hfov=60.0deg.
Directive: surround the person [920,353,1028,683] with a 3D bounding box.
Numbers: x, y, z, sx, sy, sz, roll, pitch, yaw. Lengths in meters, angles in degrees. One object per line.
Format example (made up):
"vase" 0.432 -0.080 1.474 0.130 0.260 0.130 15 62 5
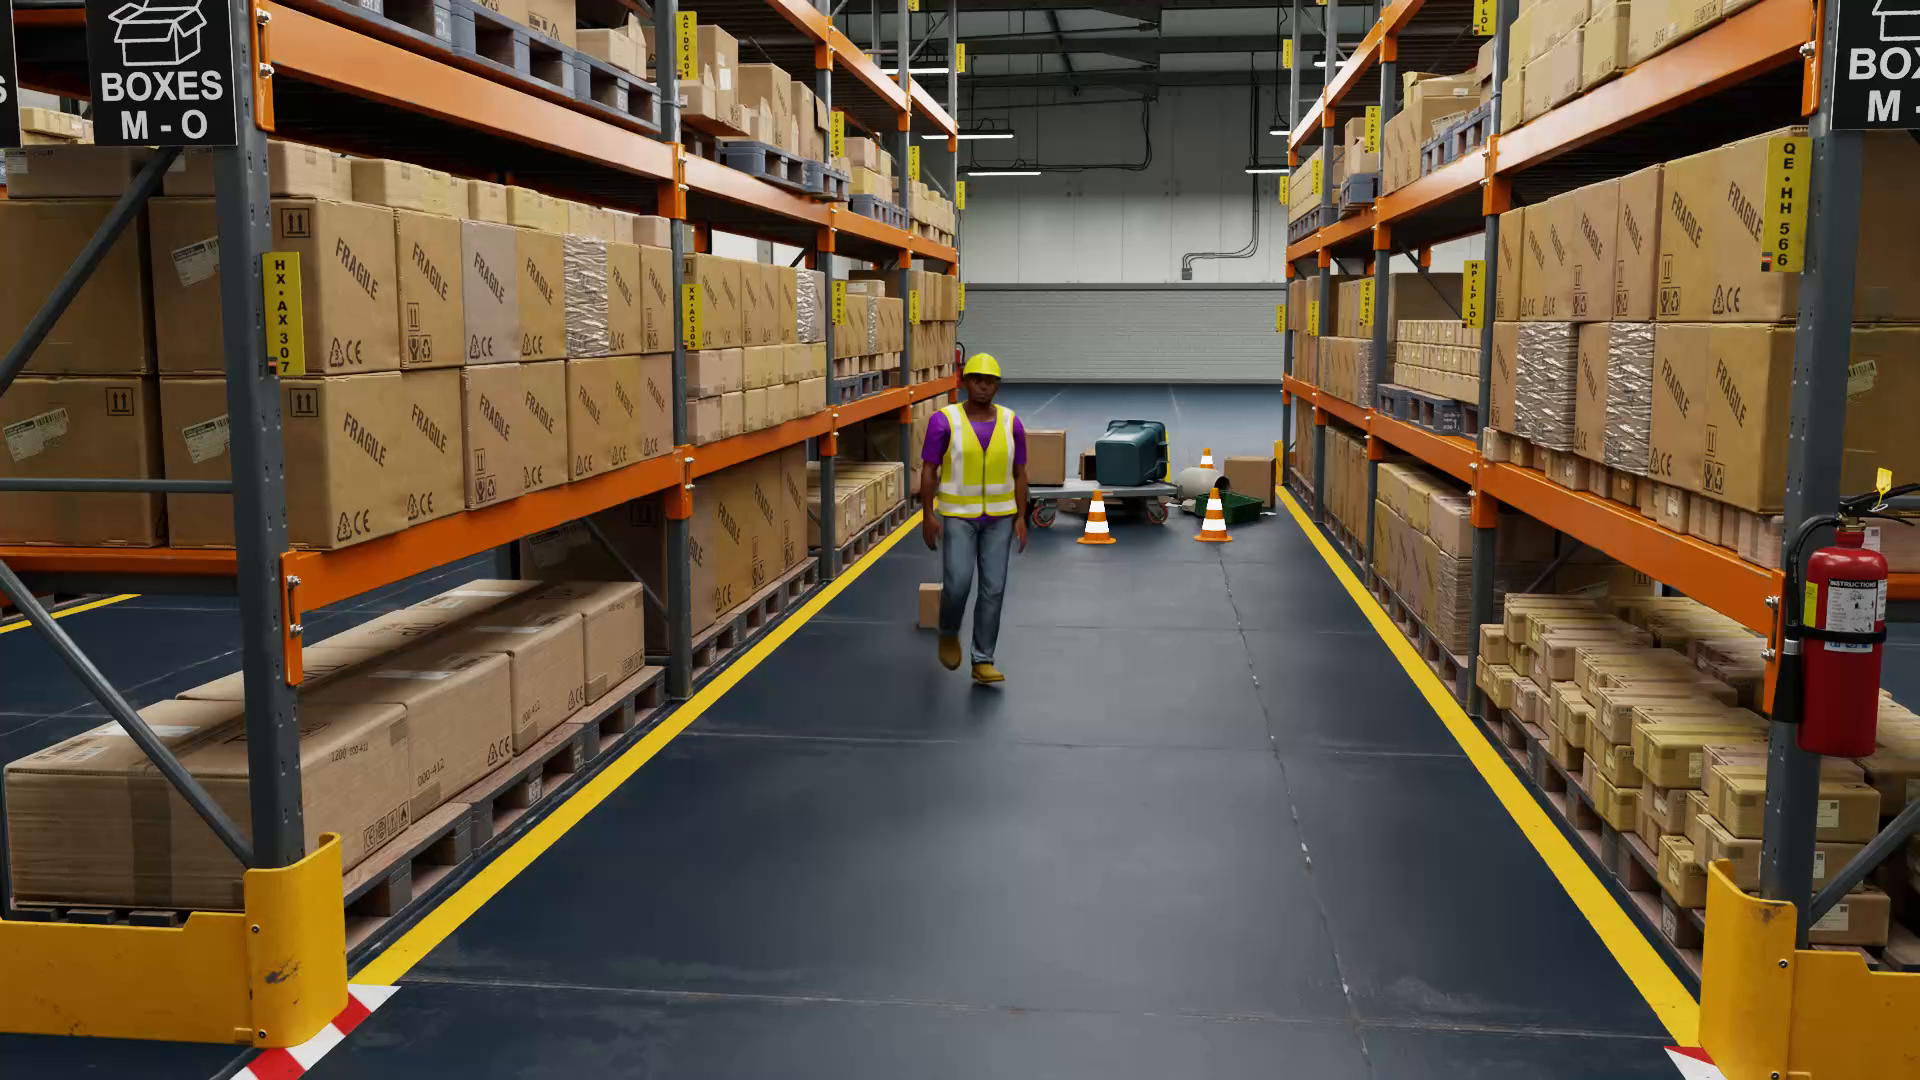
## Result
"person" 0.073 -0.124 8.952 0.581 1.758 0.544 -2 8 -14
